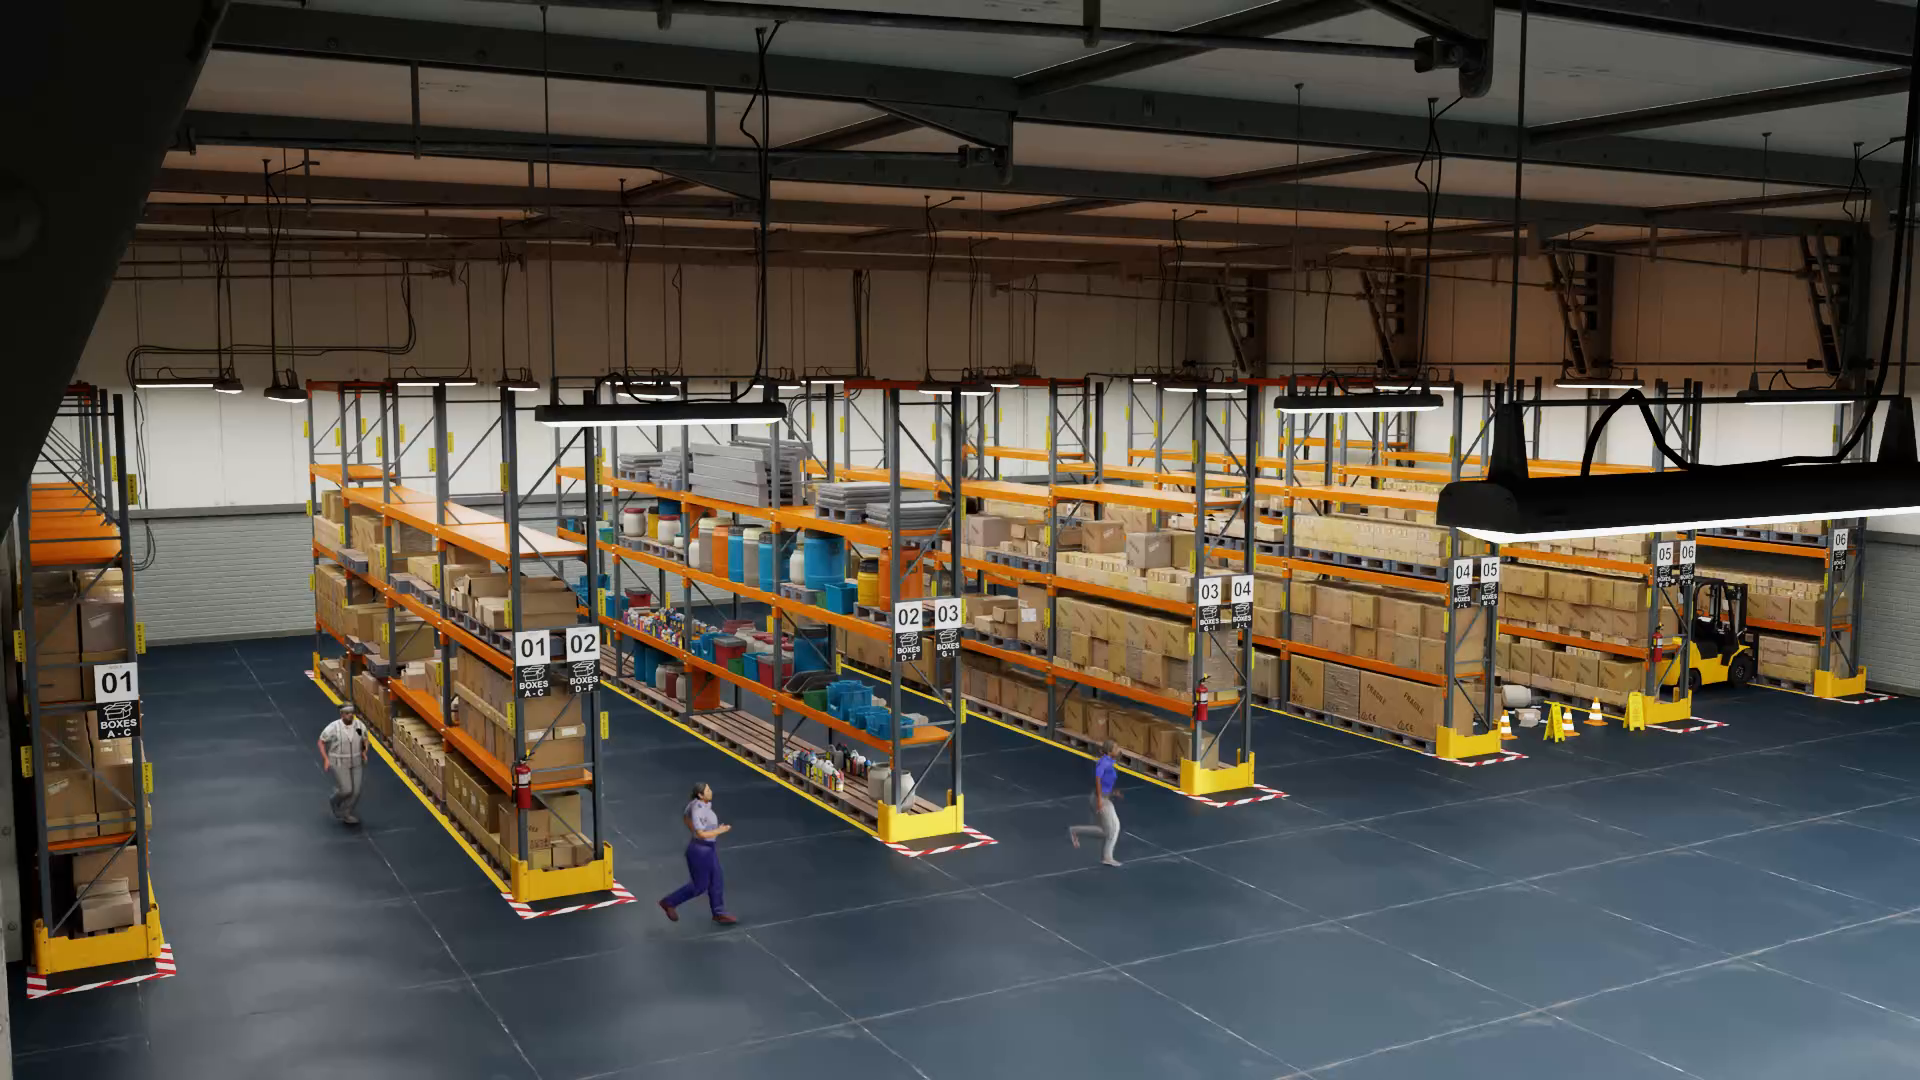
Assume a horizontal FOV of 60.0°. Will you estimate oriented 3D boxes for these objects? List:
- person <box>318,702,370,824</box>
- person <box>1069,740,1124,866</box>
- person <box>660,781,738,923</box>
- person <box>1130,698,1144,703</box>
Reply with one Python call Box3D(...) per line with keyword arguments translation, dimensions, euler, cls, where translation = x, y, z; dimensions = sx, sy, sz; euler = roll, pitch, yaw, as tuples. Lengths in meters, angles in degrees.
Box3D(translation=(-8.383, 3.052, 22.776), dimensions=(0.653, 1.720, 0.636), euler=(-6, 8, -42), cls="person")
Box3D(translation=(1.729, 3.364, 21.026), dimensions=(0.675, 1.548, 0.599), euler=(0, 6, 5), cls="person")
Box3D(translation=(-2.937, 3.519, 18.707), dimensions=(0.857, 1.635, 0.622), euler=(0, 6, -4), cls="person")
Box3D(translation=(3.138, 2.146, 31.202), dimensions=(0.683, 1.765, 0.849), euler=(-5, 8, -42), cls="person")
